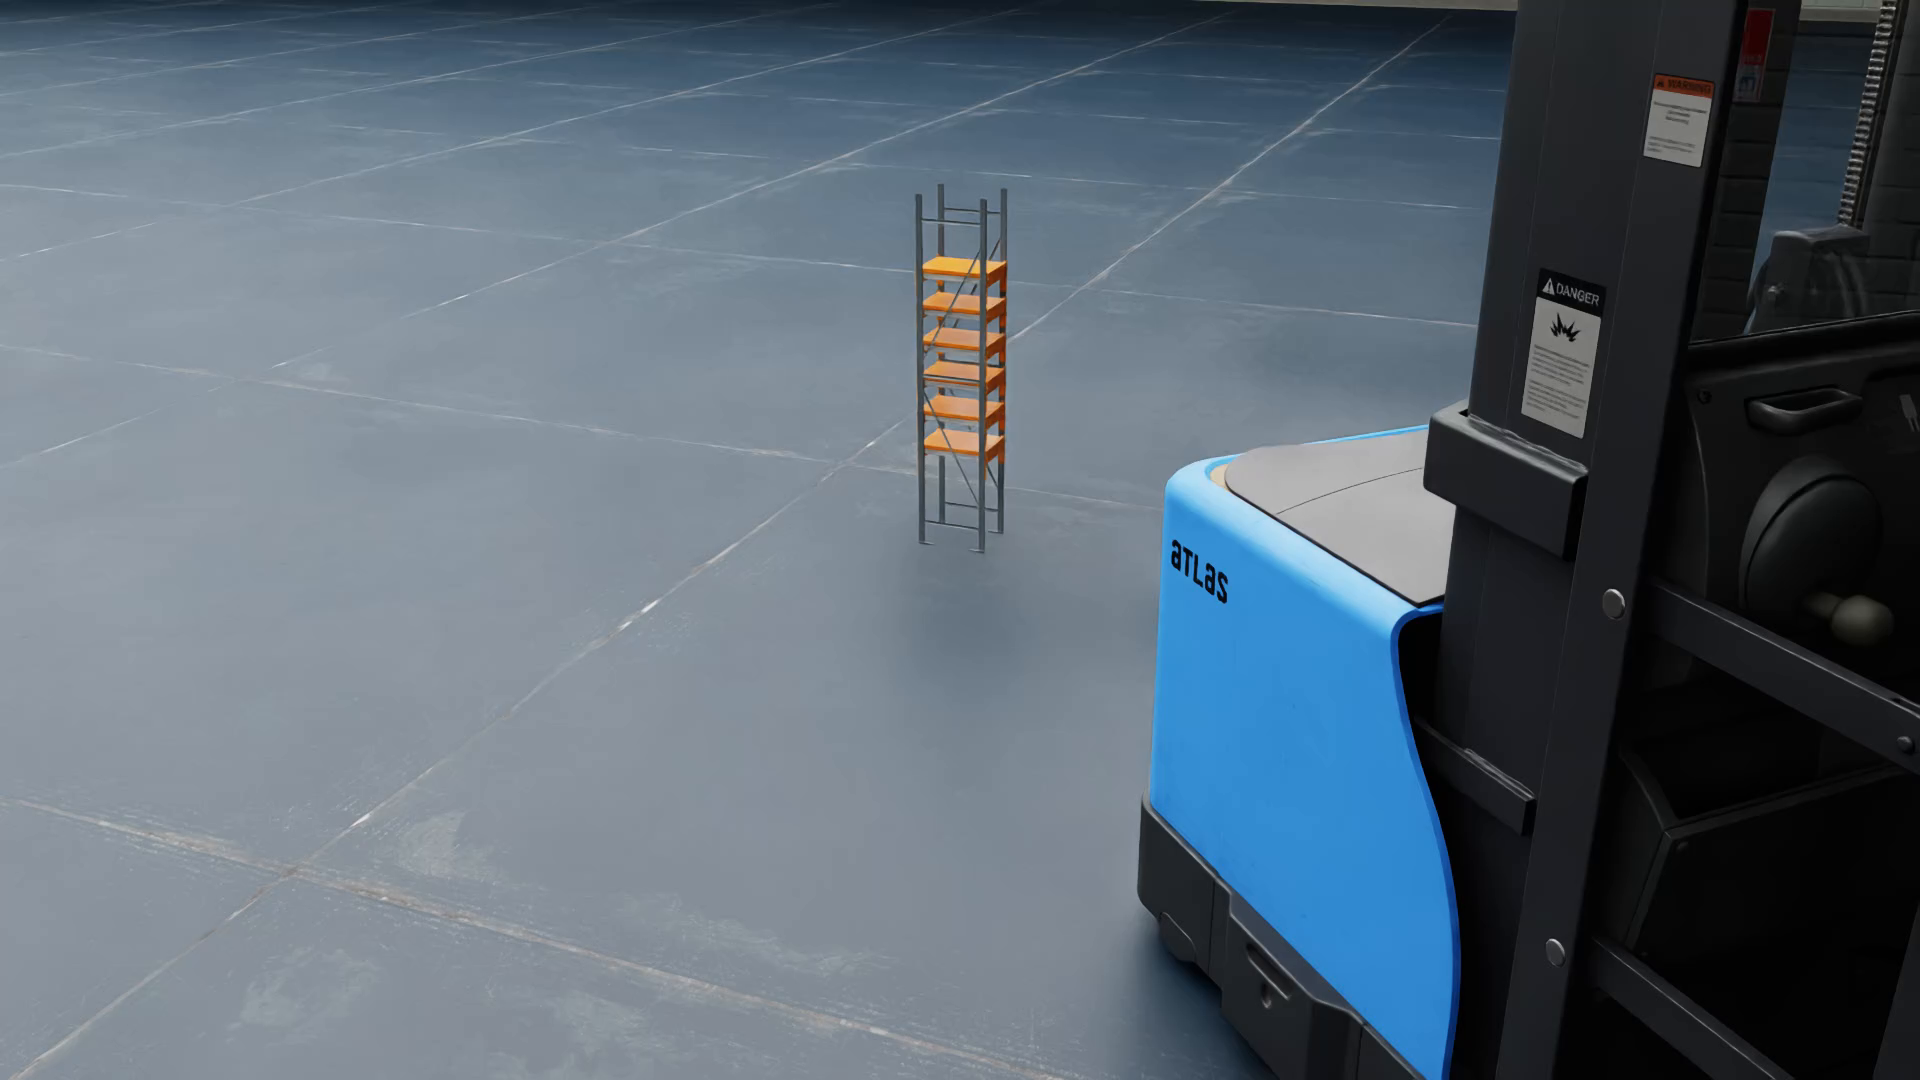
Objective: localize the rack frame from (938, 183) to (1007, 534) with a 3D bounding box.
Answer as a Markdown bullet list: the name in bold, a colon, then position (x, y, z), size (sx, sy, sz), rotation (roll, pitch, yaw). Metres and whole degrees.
- **rack frame**: position (0.039, -0.592, 5.610), size (0.240, 1.200, 0.006), rotation (9, 24, 20)

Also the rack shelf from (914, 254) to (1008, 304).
- **rack shelf**: position (0.005, -0.850, 5.410), size (0.258, 0.103, 0.180), rotation (9, 24, 20)

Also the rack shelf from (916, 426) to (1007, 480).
- **rack shelf**: position (0.005, -0.296, 5.641), size (0.258, 0.103, 0.180), rotation (9, 24, 20)

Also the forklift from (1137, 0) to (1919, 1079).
- **forklift**: position (1.443, -0.068, 2.111), size (1.130, 2.935, 3.031), rotation (-9, 24, -22)

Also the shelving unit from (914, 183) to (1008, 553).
- **shelving unit**: position (0.005, -0.559, 5.531), size (0.258, 1.200, 0.189), rotation (9, 24, 20)

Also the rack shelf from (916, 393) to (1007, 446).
- **rack shelf**: position (0.005, -0.407, 5.595), size (0.258, 0.103, 0.180), rotation (9, 24, 20)

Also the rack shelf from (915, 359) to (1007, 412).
- **rack shelf**: position (0.005, -0.518, 5.548), size (0.258, 0.103, 0.180), rotation (9, 24, 20)

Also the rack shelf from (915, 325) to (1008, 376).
- **rack shelf**: position (0.005, -0.629, 5.502), size (0.258, 0.103, 0.180), rotation (9, 24, 20)

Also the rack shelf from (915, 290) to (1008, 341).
- **rack shelf**: position (0.005, -0.739, 5.456), size (0.258, 0.103, 0.180), rotation (9, 24, 20)

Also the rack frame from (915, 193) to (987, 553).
- **rack frame**: position (-0.029, -0.526, 5.453), size (0.240, 1.200, 0.006), rotation (9, 24, 20)
